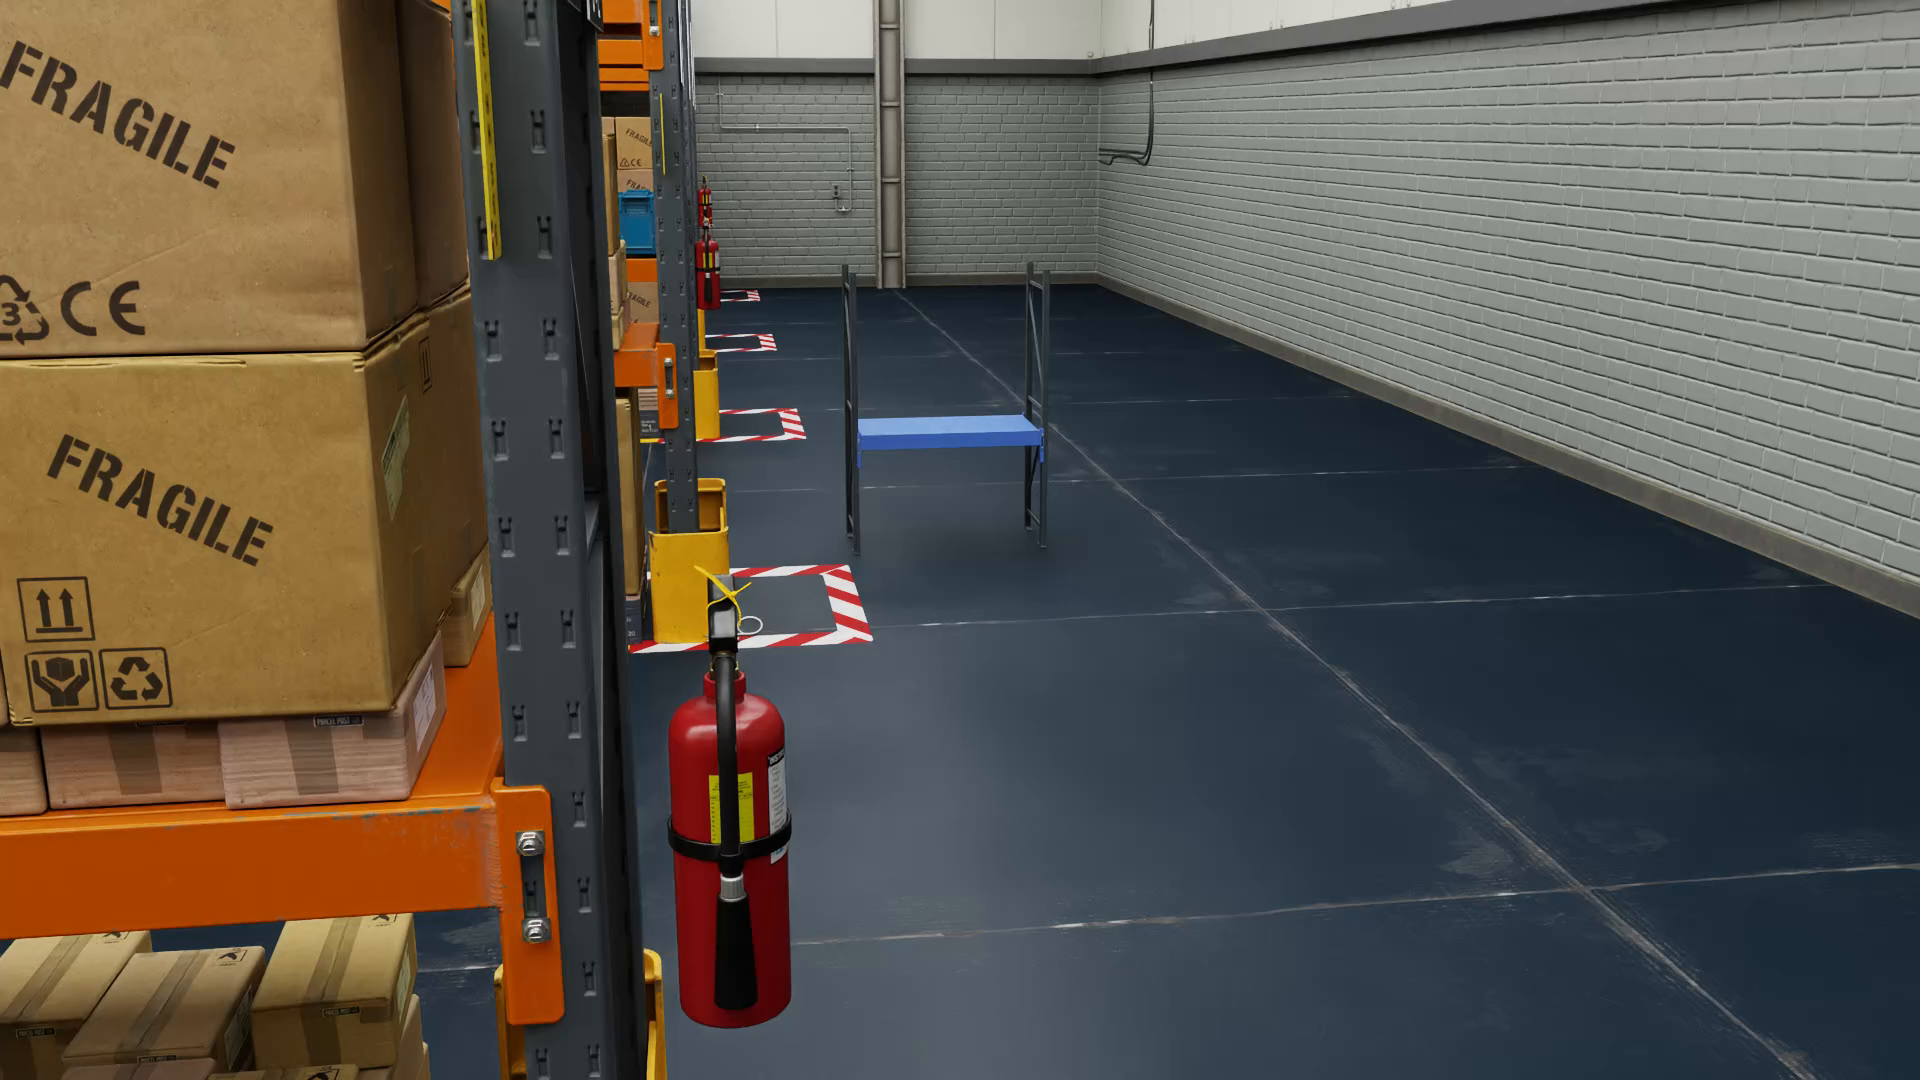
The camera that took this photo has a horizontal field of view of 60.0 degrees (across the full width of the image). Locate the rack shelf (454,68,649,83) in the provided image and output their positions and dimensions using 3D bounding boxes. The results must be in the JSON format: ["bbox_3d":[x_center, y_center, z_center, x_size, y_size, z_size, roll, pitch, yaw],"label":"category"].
[{"bbox_3d":[-4.749,-4.553,16.523,4.000,0.370,1.077,-2,14,-8],"label":"rack shelf"}]

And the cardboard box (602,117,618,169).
[{"bbox_3d":[-3.670,-3.952,16.553,0.500,0.500,0.500,-2,14,-7],"label":"cardboard box"}]

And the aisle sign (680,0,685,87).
[{"bbox_3d":[-1.273,-2.472,7.569,0.004,0.787,0.394,-2,14,-8],"label":"aisle sign"}]

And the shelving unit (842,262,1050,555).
[{"bbox_3d":[-0.084,-0.724,9.027,1.048,1.500,0.538,-2,14,-8],"label":"shelving unit"}]

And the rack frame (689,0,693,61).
[{"bbox_3d":[-3.513,-7.621,21.110,0.127,3.000,1.000,-2,14,-8],"label":"rack frame"}]

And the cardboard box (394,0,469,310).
[{"bbox_3d":[-1.144,-0.665,2.835,0.500,0.500,0.500,-2,14,-9],"label":"cardboard box"}]

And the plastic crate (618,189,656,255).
[{"bbox_3d":[-2.340,-2.317,12.098,0.499,0.435,0.616,-2,14,-8],"label":"plastic crate"}]

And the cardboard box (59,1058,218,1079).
[{"bbox_3d":[-1.403,1.026,2.737,0.250,0.149,0.380,-2,14,-7],"label":"cardboard box"}]

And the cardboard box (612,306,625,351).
[{"bbox_3d":[-1.602,-0.922,7.250,0.250,0.149,0.380,-2,14,-7],"label":"cardboard box"}]

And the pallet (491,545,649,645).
[{"bbox_3d":[-2.078,0.264,7.735,1.213,0.211,1.003,-2,14,-8],"label":"pallet"}]

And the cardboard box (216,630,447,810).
[{"bbox_3d":[-0.941,0.262,2.527,0.250,0.149,0.380,-2,14,-8],"label":"cardboard box"}]

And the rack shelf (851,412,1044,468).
[{"bbox_3d":[-0.084,-0.550,9.071,1.000,0.185,0.538,-2,14,-8],"label":"rack shelf"}]

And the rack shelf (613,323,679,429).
[{"bbox_3d":[-3.277,-0.715,7.385,4.000,0.370,1.077,-2,14,-8],"label":"rack shelf"}]

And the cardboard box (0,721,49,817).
[{"bbox_3d":[-1.438,0.275,2.477,0.250,0.149,0.380,-2,14,-9],"label":"cardboard box"}]

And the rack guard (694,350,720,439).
[{"bbox_3d":[-2.015,-1.119,12.657,0.348,0.500,1.175,-2,14,-8],"label":"rack guard"}]

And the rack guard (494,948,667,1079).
[{"bbox_3d":[-0.735,1.276,3.108,0.348,0.500,1.175,-2,14,-8],"label":"rack guard"}]

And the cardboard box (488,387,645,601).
[{"bbox_3d":[-1.920,-0.267,7.625,0.875,0.875,0.875,-2,14,-8],"label":"cardboard box"}]

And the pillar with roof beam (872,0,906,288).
[{"bbox_3d":[-0.331,-6.891,18.201,0.400,9.000,9.100,-2,14,-8],"label":"pillar with roof beam"}]

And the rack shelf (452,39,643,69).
[{"bbox_3d":[-4.015,-3.361,11.771,4.000,0.370,1.077,-2,14,-8],"label":"rack shelf"}]

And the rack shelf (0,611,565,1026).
[{"bbox_3d":[-2.638,0.482,2.613,4.000,0.370,1.077,-2,14,-8],"label":"rack shelf"}]

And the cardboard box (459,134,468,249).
[{"bbox_3d":[-2.309,-1.601,7.595,0.500,0.500,0.500,-2,14,-10],"label":"cardboard box"}]

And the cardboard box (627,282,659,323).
[{"bbox_3d":[-3.272,-2.441,17.025,0.500,0.500,0.500,-2,14,-8],"label":"cardboard box"}]

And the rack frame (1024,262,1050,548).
[{"bbox_3d":[0.418,-0.743,9.101,0.032,1.500,0.500,-2,14,-8],"label":"rack frame"}]

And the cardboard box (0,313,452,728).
[{"bbox_3d":[-1.066,-0.054,2.455,0.500,0.500,0.500,-2,14,-7],"label":"cardboard box"}]

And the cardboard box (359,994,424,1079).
[{"bbox_3d":[-1.217,1.052,3.245,0.250,0.149,0.380,-1,14,-6],"label":"cardboard box"}]

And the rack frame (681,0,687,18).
[{"bbox_3d":[-2.037,-5.238,11.608,0.127,3.000,1.000,-2,14,-8],"label":"rack frame"}]

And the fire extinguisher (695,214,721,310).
[{"bbox_3d":[-1.820,-2.006,11.978,0.183,0.674,0.296,-2,14,-8],"label":"fire extinguisher"}]

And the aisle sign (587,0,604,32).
[{"bbox_3d":[-0.633,-1.275,2.797,0.004,0.787,0.394,-2,14,-8],"label":"aisle sign"}]

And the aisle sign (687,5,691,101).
[{"bbox_3d":[-2.010,-3.663,12.316,0.004,0.787,0.394,-2,14,-8],"label":"aisle sign"}]

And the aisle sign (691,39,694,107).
[{"bbox_3d":[-2.748,-4.853,17.064,0.004,0.787,0.394,-2,14,-8],"label":"aisle sign"}]

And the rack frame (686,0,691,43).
[{"bbox_3d":[-2.771,-6.429,16.359,0.127,3.000,1.000,-2,14,-8],"label":"rack frame"}]

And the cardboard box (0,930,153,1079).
[{"bbox_3d":[-1.752,0.905,3.220,0.250,0.149,0.380,-2,14,-8],"label":"cardboard box"}]

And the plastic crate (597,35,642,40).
[{"bbox_3d":[-2.459,-3.772,12.200,0.590,0.269,0.497,-2,14,-8],"label":"plastic crate"}]

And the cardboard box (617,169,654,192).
[{"bbox_3d":[-3.174,-3.486,16.751,0.500,0.500,0.500,-2,14,-7],"label":"cardboard box"}]

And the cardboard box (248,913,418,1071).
[{"bbox_3d":[-1.229,0.888,3.288,0.250,0.149,0.380,-3,14,-11],"label":"cardboard box"}]

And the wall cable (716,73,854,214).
[{"bbox_3d":[-2.388,-5.478,22.808,1.851,1.984,0.084,-2,14,-8],"label":"wall cable"}]

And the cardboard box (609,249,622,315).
[{"bbox_3d":[-1.739,-1.127,7.244,0.500,0.250,0.500,-2,14,-9],"label":"cardboard box"}]

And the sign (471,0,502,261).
[{"bbox_3d":[-0.597,-0.520,2.100,0.005,0.325,0.100,-2,14,-8],"label":"sign"}]
